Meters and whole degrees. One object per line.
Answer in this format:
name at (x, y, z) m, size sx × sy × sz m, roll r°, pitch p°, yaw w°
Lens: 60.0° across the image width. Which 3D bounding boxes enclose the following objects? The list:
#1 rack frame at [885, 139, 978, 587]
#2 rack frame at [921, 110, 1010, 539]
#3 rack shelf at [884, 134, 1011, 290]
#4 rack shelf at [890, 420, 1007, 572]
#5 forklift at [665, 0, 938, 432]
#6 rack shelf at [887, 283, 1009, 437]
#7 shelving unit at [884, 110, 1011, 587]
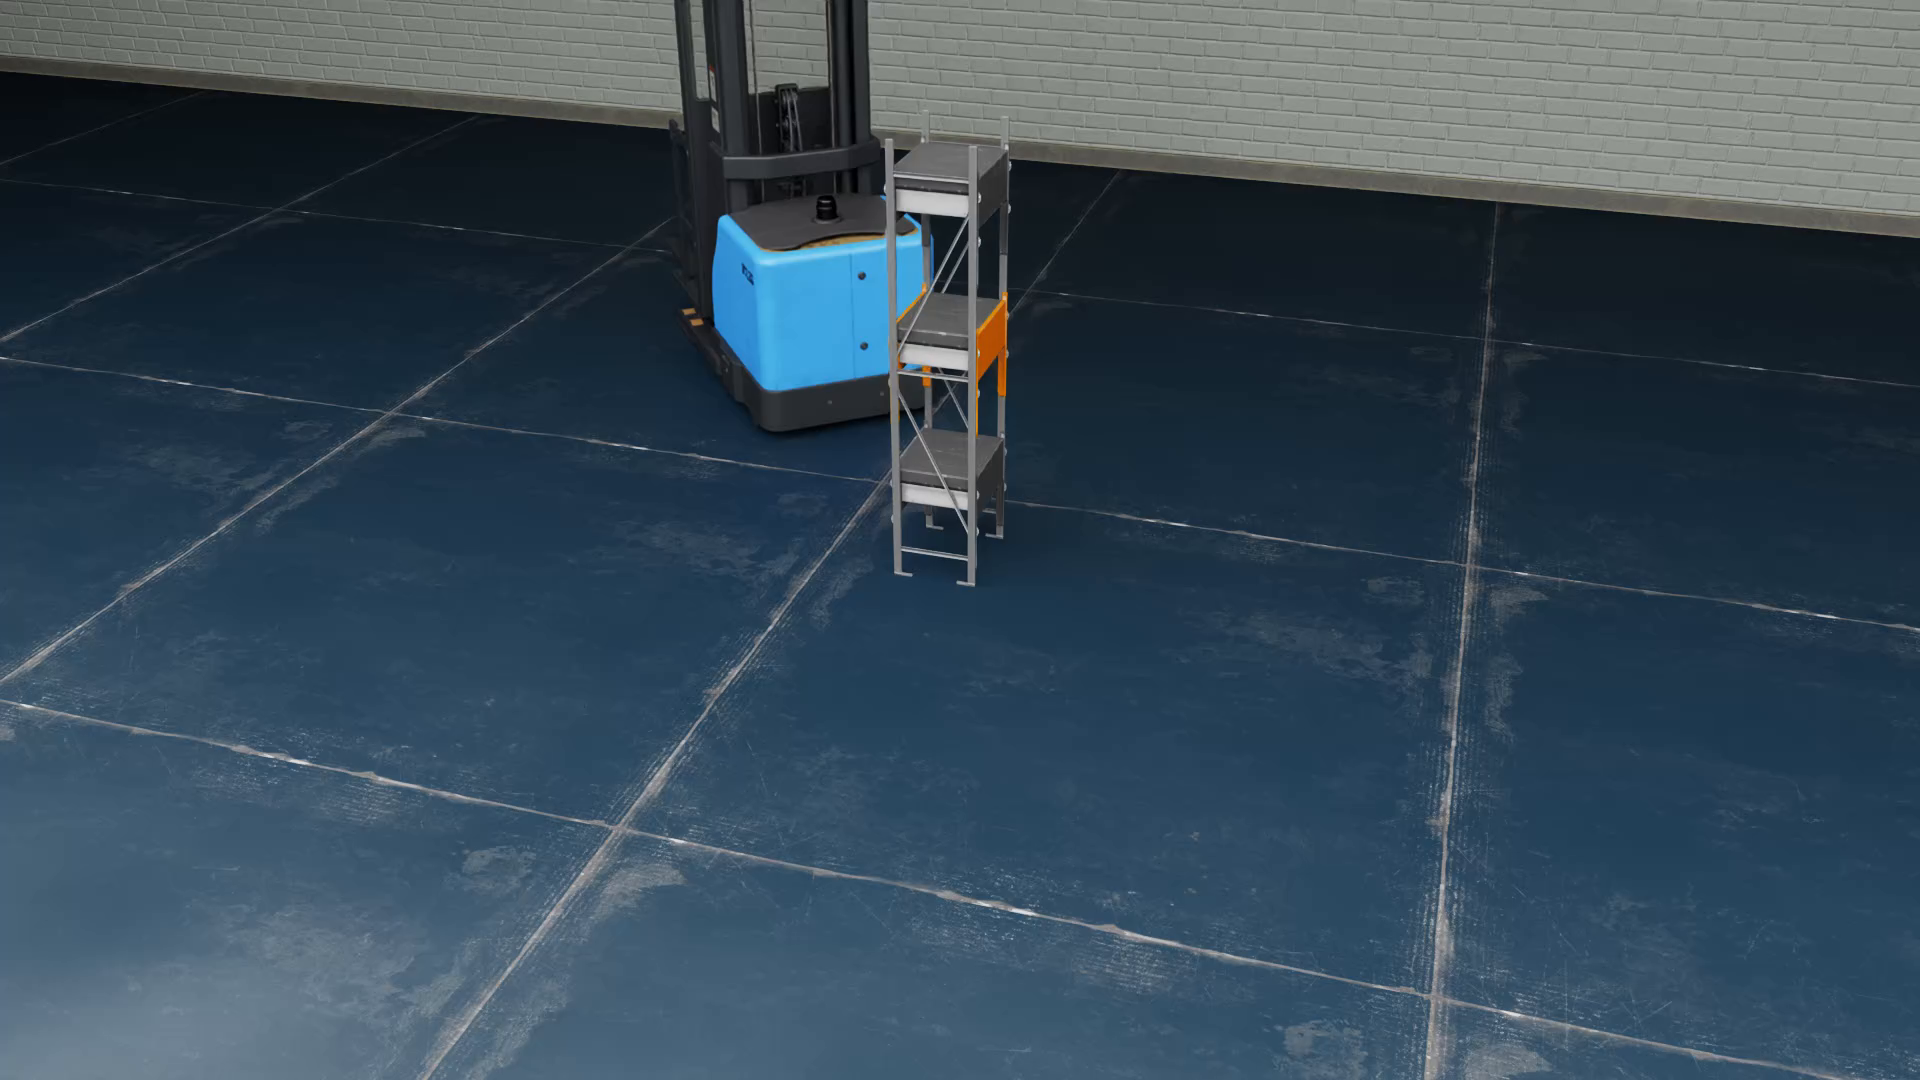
rack frame at (-0.120, -0.727, 7.397) m, size 0.400 × 2.100 × 0.015 m, roll 8°, pitch 30°, yaw 15°
rack frame at (0.023, -0.954, 7.805) m, size 0.400 × 2.100 × 0.015 m, roll 8°, pitch 30°, yaw 15°
rack shelf at (-0.049, -1.440, 7.268) m, size 0.431 × 0.518 × 0.480 m, roll 8°, pitch 30°, yaw 15°
rack shelf at (-0.049, -0.217, 7.948) m, size 0.431 × 0.518 × 0.480 m, roll 8°, pitch 30°, yaw 15°
forklift at (-1.160, -2.576, 9.866) m, size 1.130 × 2.935 × 3.031 m, roll -11°, pitch 31°, yaw -20°
rack shelf at (-0.049, -0.829, 7.608) m, size 0.431 × 0.518 × 0.480 m, roll 8°, pitch 30°, yaw 15°
shelving unit at (-0.049, -0.841, 7.601) m, size 0.431 × 2.100 × 0.503 m, roll 8°, pitch 30°, yaw 15°
